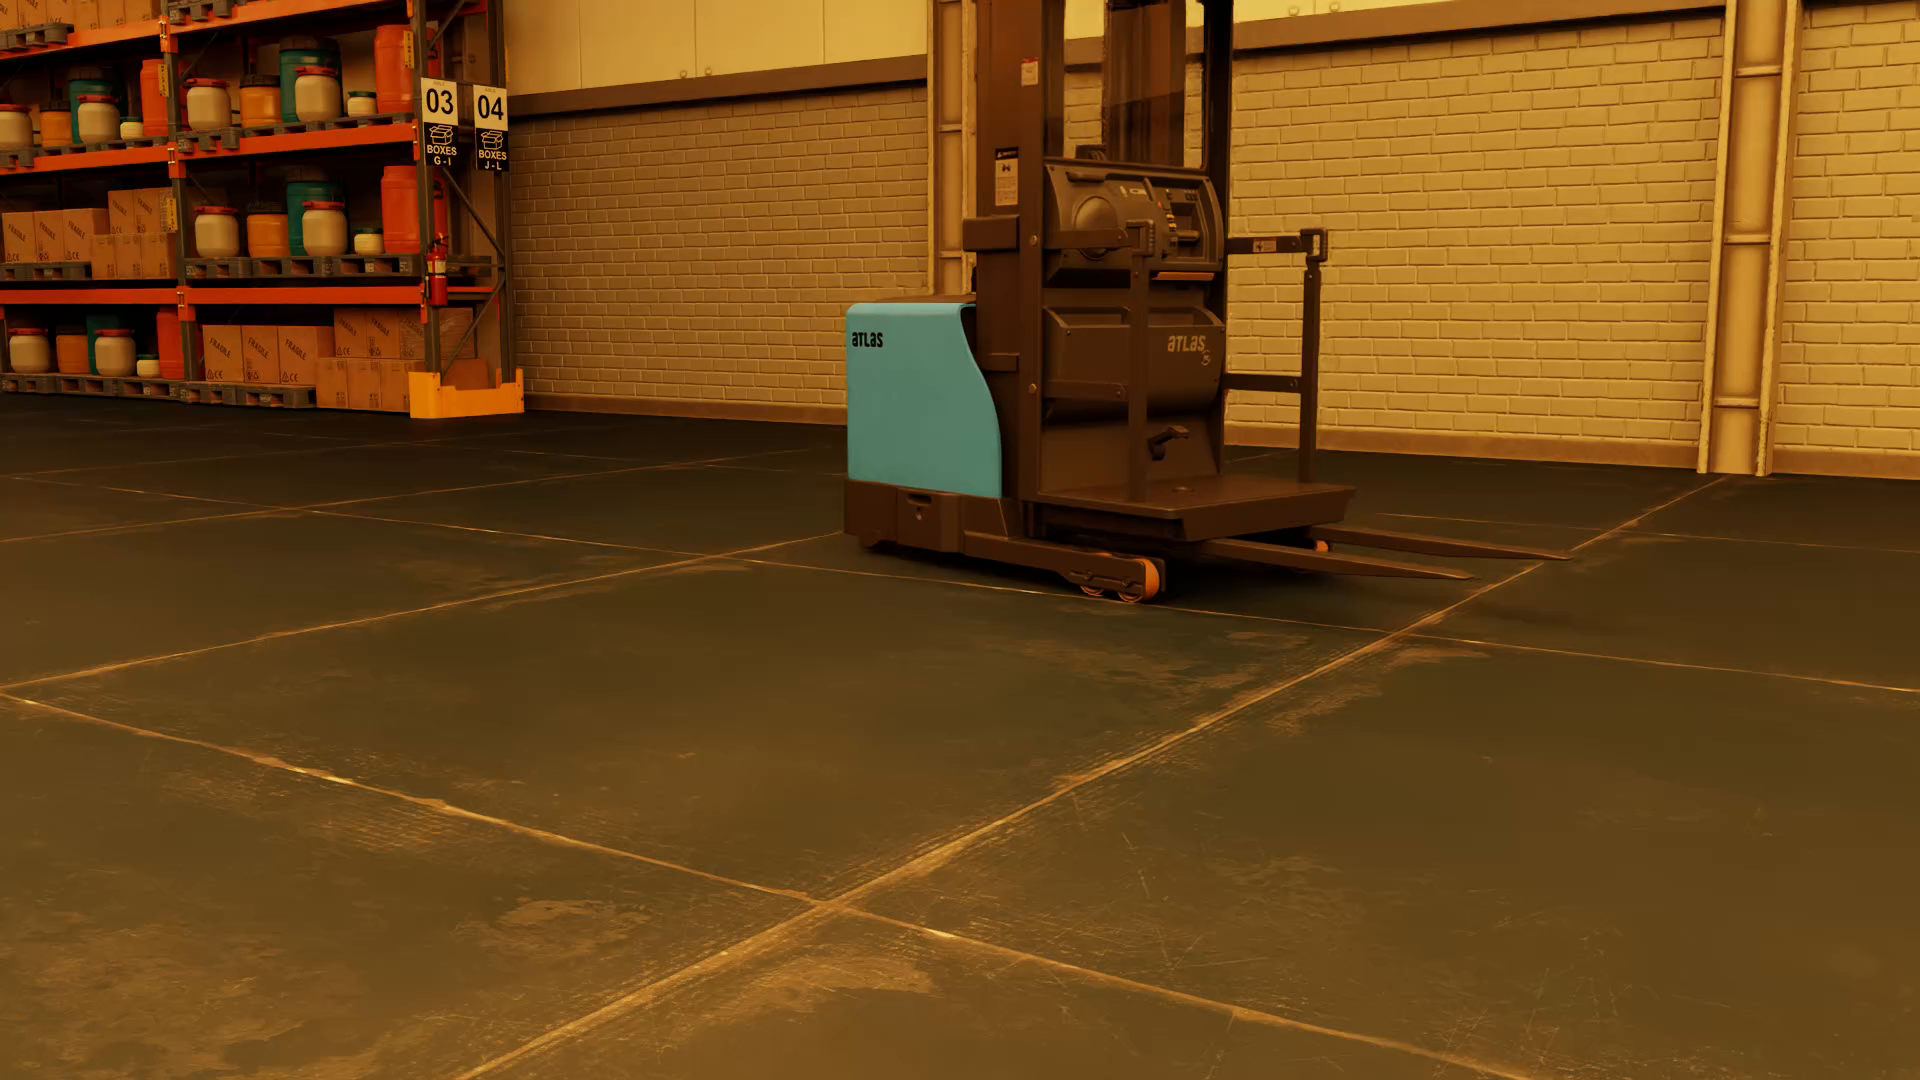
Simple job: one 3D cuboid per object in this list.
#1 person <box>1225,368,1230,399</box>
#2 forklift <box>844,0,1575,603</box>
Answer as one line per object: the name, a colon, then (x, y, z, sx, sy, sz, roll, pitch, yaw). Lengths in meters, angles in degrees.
person: (0.844, -0.756, 7.062, 0.703, 1.546, 0.678, -2, 8, -11)
forklift: (0.834, -1.303, 6.355, 1.130, 2.935, 3.031, -7, 11, -40)
